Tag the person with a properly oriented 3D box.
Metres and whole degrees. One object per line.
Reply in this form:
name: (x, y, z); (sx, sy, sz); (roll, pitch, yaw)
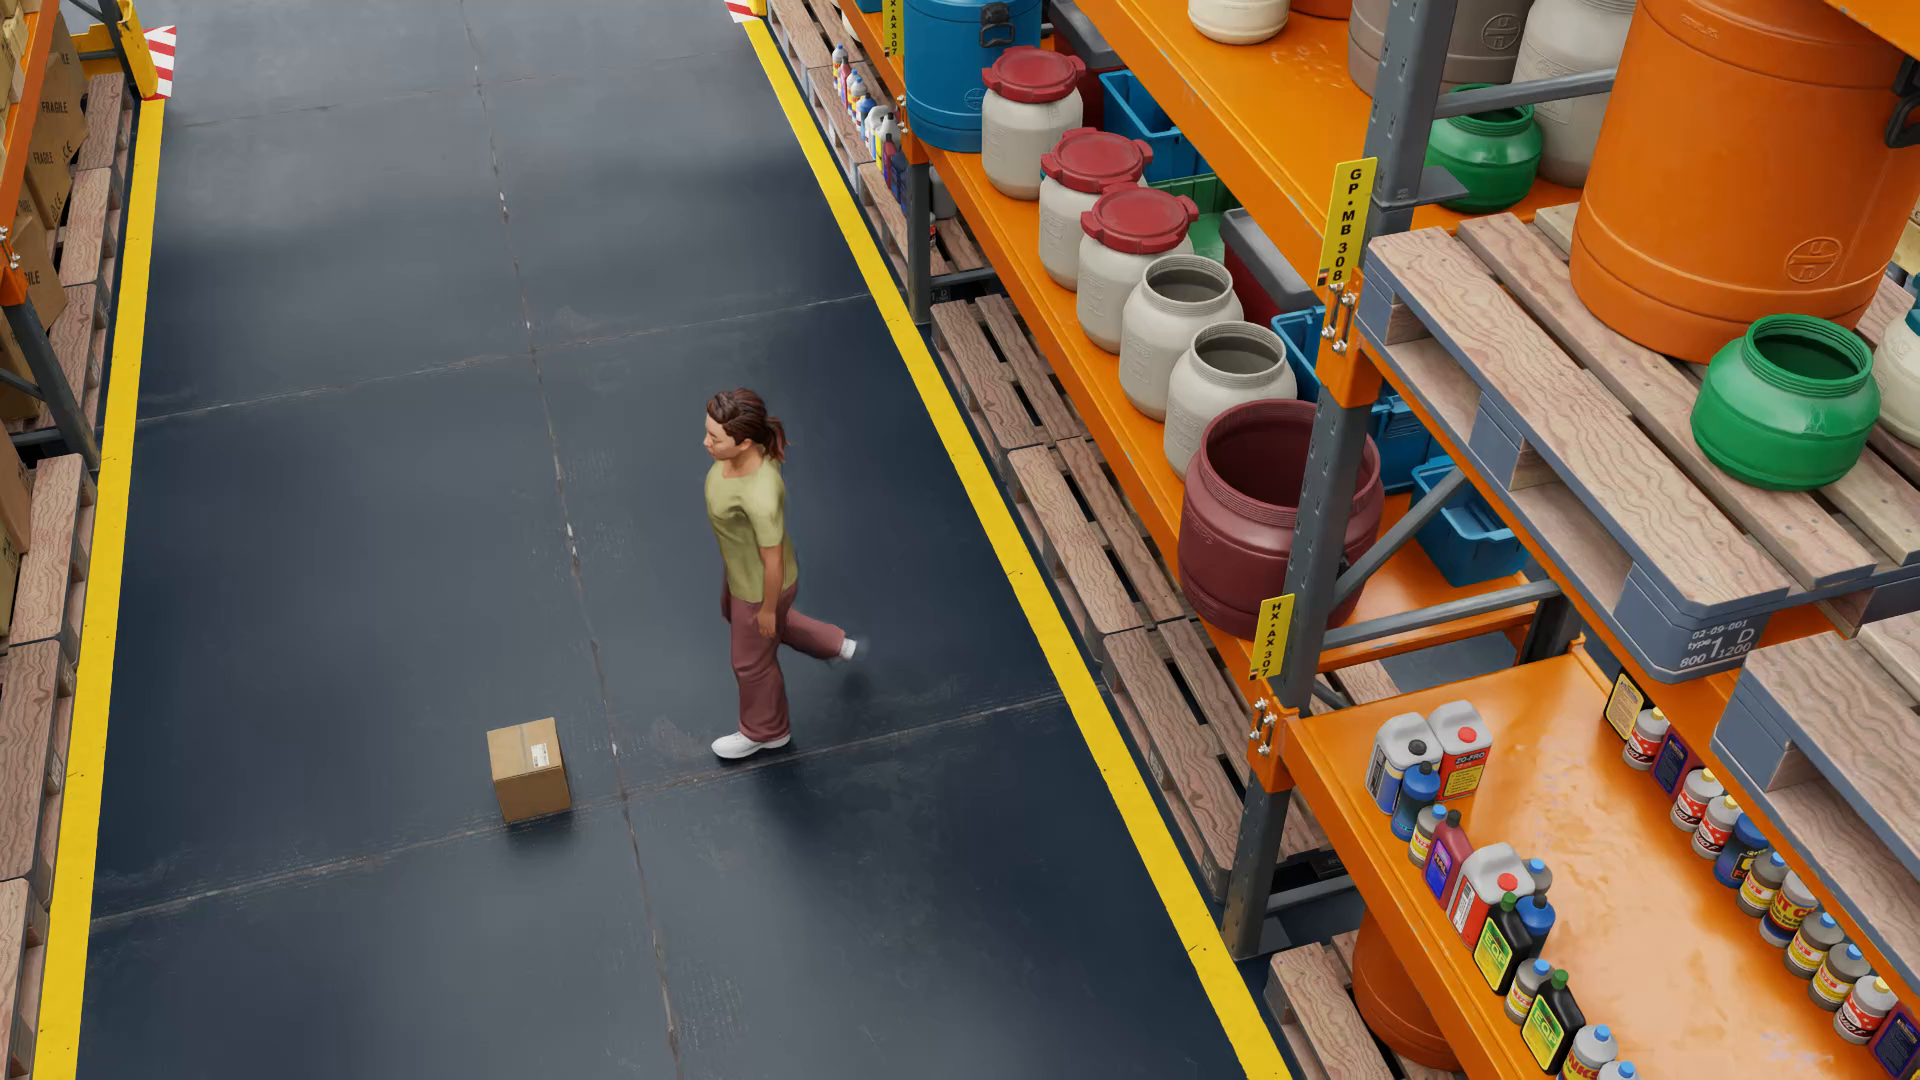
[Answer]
person: (-0.685, 0.097, 6.038); (0.614, 1.670, 0.526); (-8, 43, -9)
